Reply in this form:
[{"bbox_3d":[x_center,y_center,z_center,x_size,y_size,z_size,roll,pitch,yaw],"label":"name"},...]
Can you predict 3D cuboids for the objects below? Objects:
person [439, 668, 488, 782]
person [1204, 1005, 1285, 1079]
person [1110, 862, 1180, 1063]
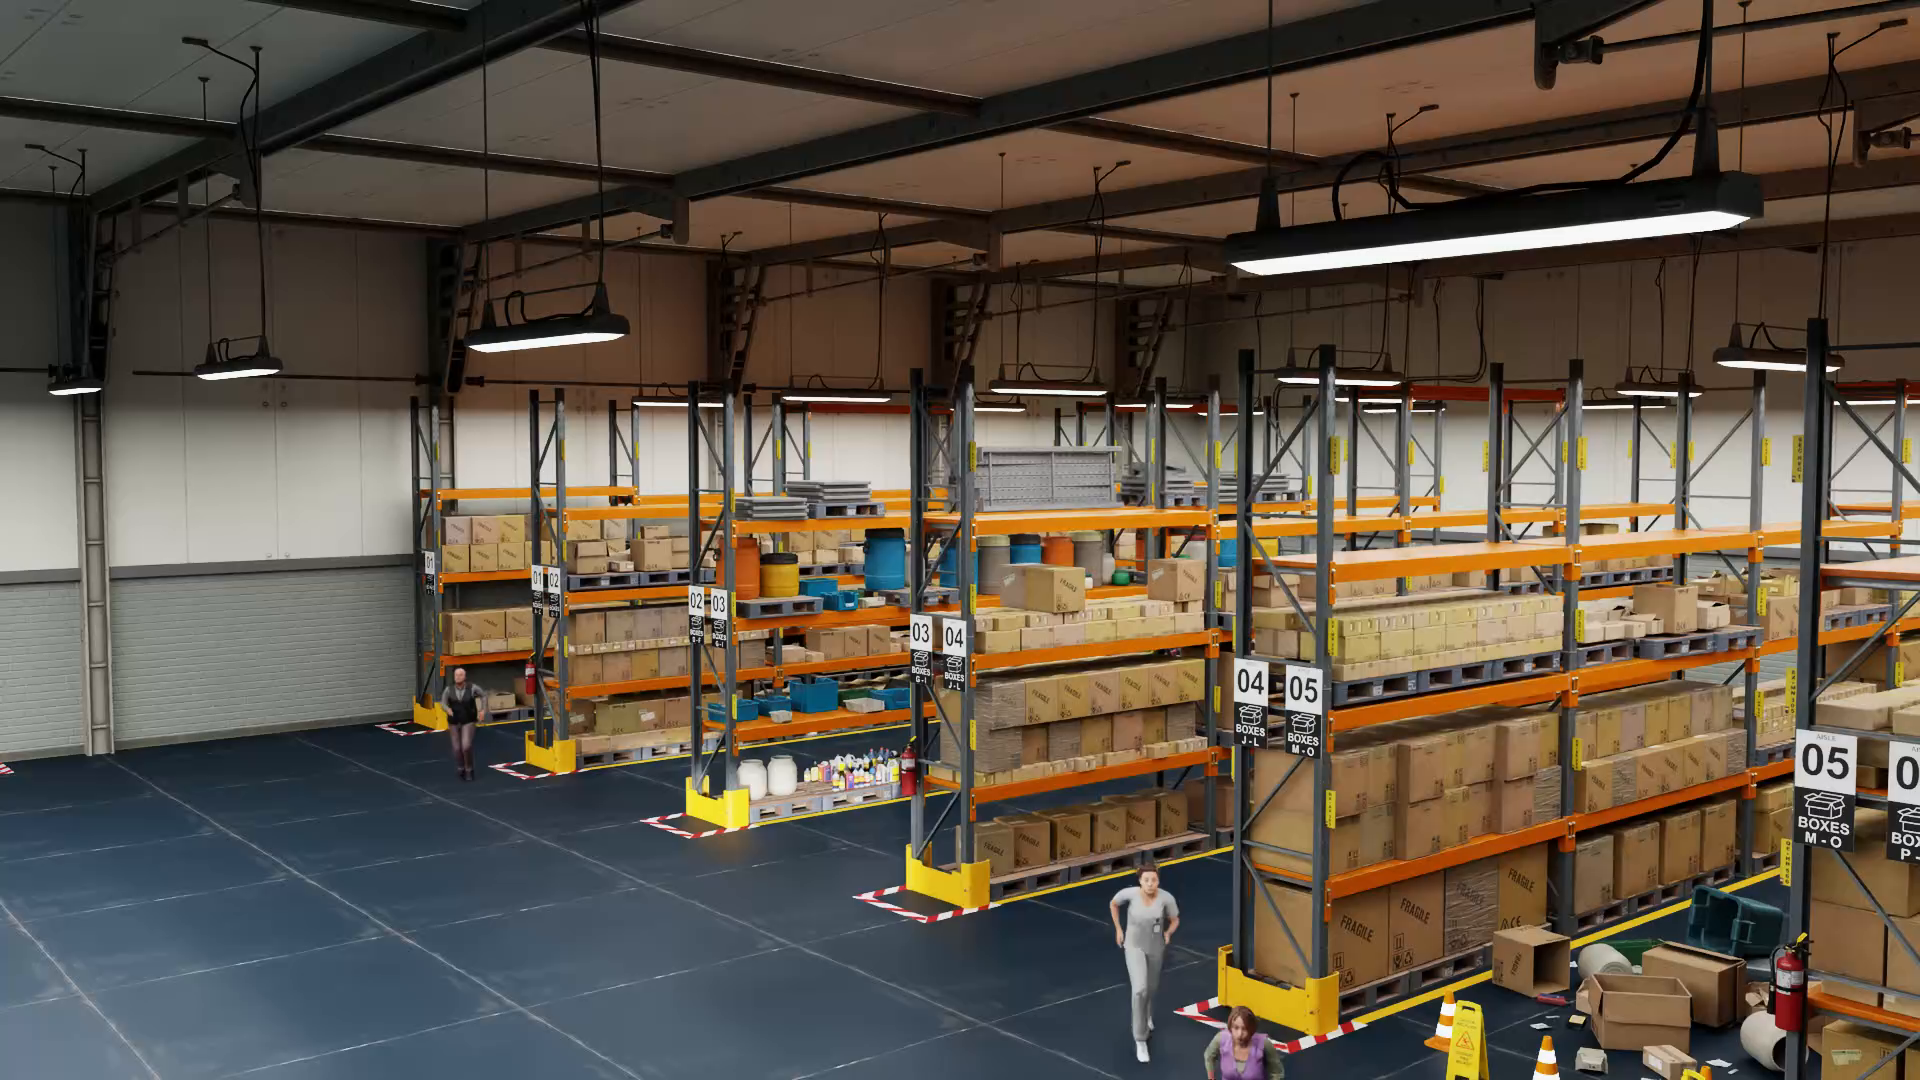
[{"bbox_3d":[-7.576,2.832,25.324,0.675,1.765,0.721,0,3,-5],"label":"person"},{"bbox_3d":[1.883,3.770,11.035,0.532,1.537,0.718,1,3,12],"label":"person"},{"bbox_3d":[1.576,3.525,14.208,0.583,1.658,0.880,0,3,-1],"label":"person"}]
